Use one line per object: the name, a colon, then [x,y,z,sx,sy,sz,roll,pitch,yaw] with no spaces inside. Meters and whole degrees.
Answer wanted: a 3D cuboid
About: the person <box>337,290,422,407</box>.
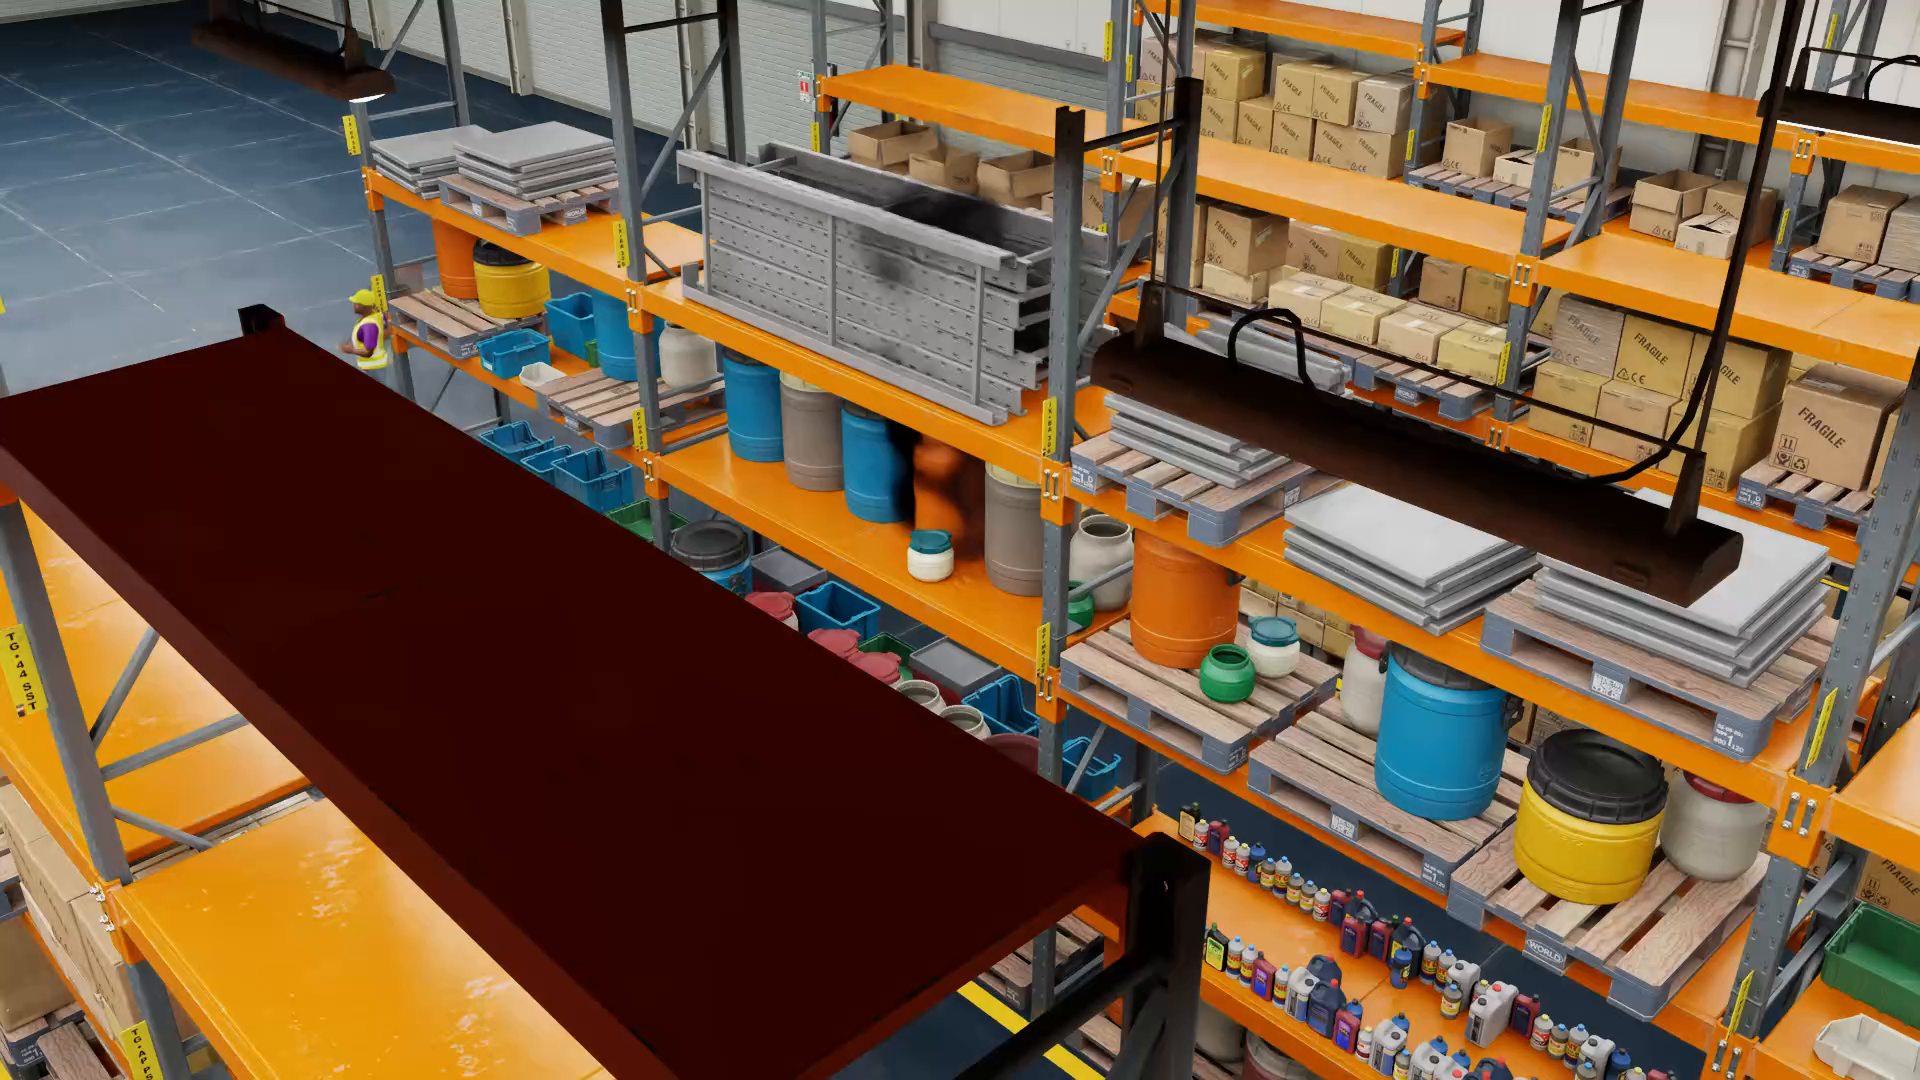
person: [-6.575,-1.974,18.667,0.954,1.748,0.711,-7,29,-13]
